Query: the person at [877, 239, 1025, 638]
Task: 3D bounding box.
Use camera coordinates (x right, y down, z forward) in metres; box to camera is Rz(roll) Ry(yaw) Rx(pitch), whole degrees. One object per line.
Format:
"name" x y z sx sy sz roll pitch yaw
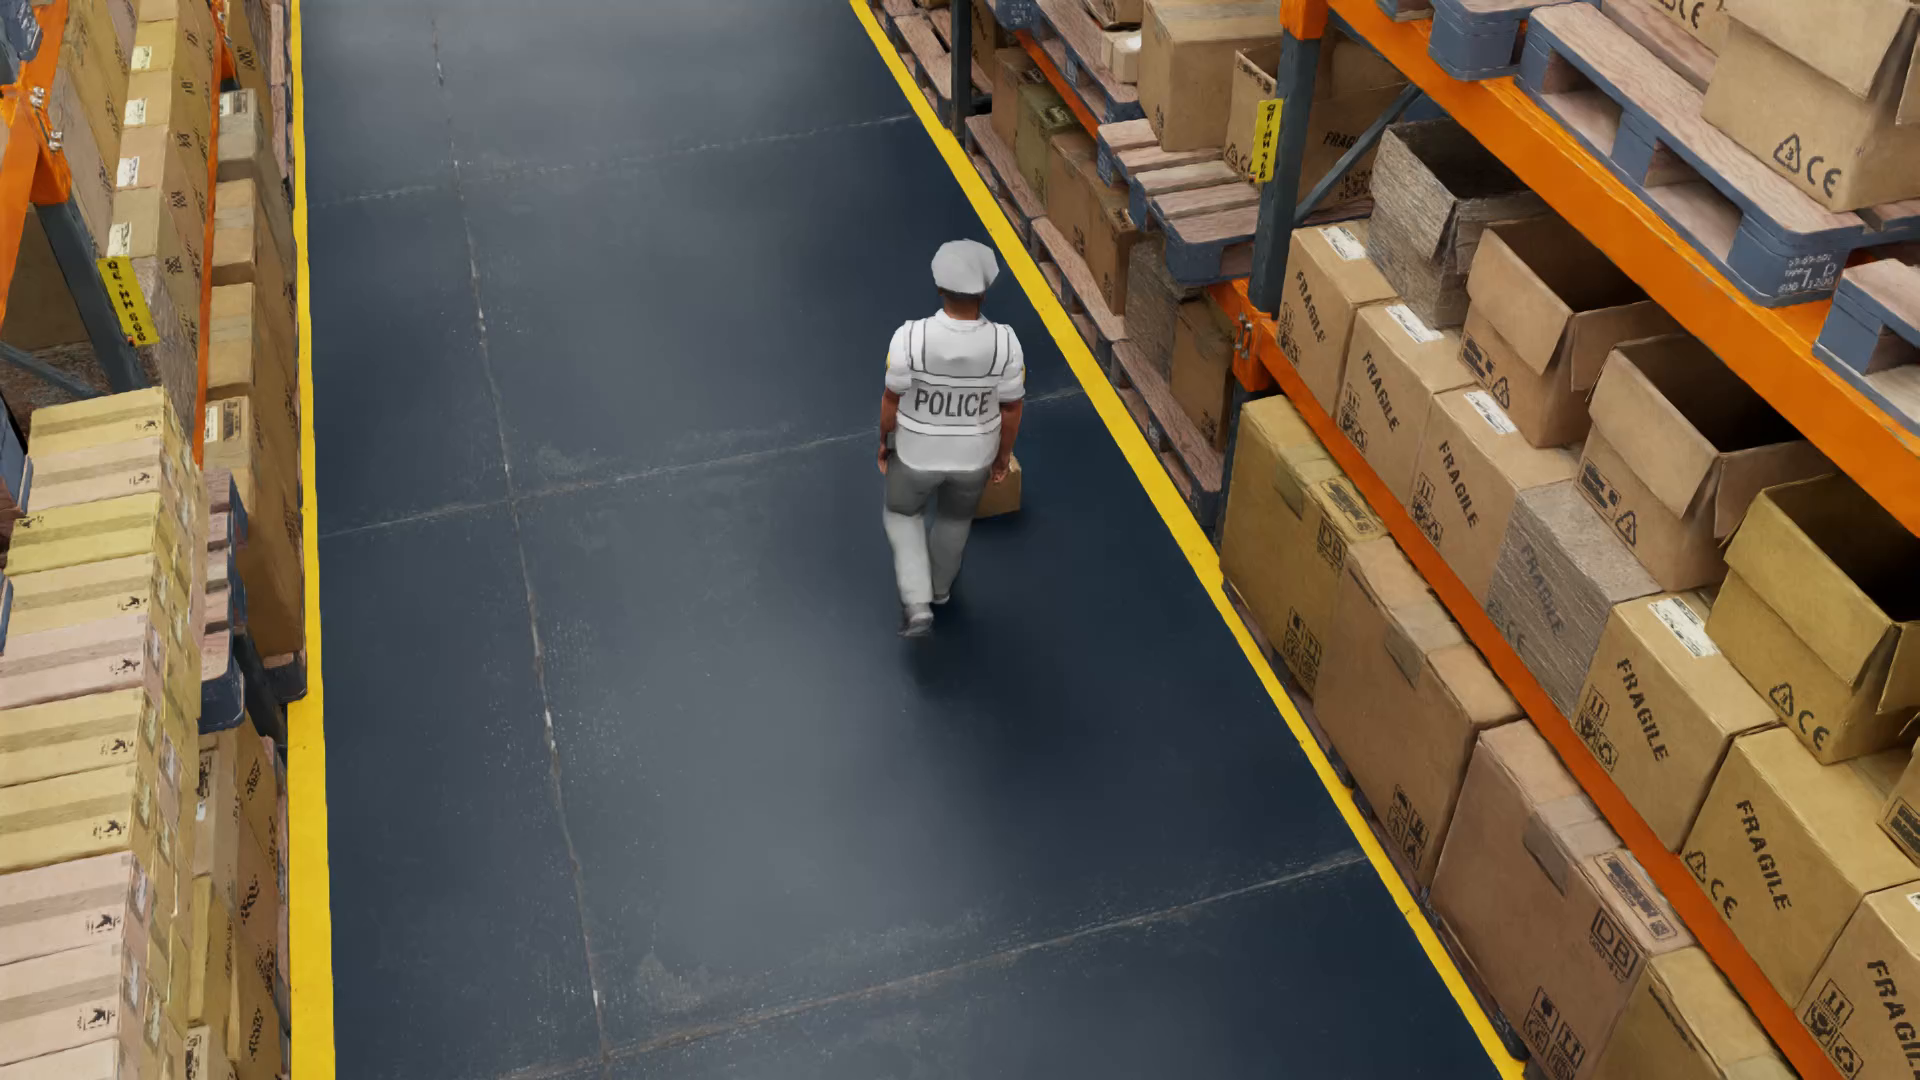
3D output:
"person" -0.038 -0.359 6.536 0.571 1.751 0.706 -4 42 -5
